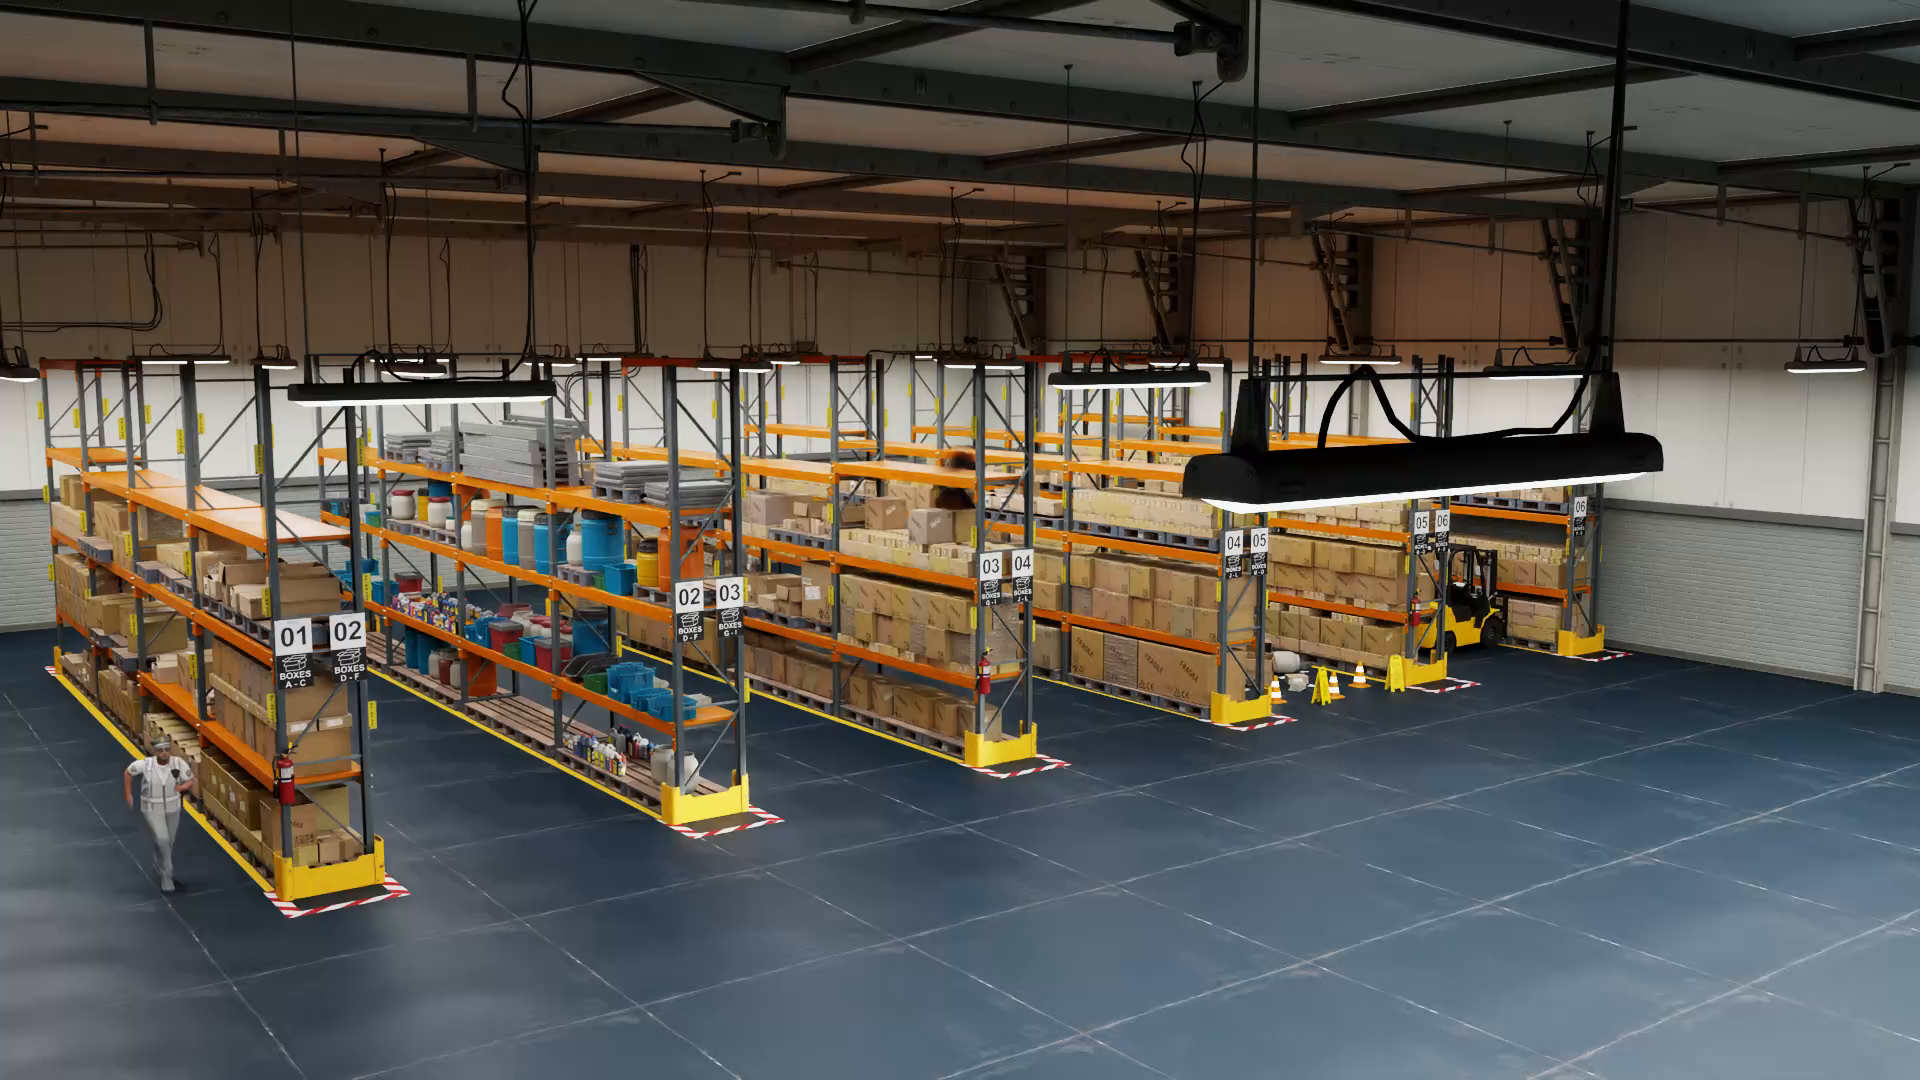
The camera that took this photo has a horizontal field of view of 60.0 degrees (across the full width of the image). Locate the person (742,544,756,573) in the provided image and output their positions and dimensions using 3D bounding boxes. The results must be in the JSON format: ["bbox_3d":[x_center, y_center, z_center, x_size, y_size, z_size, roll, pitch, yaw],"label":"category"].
[{"bbox_3d":[-4.908,0.932,37.779,0.687,1.738,0.551,-3,8,-24],"label":"person"}]

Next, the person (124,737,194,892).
[{"bbox_3d":[-9.289,3.153,19.346,0.686,1.828,0.874,-6,9,-39],"label":"person"}]

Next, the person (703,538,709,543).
[{"bbox_3d":[-6.167,0.753,39.816,0.625,1.683,0.891,-1,7,-10],"label":"person"}]
